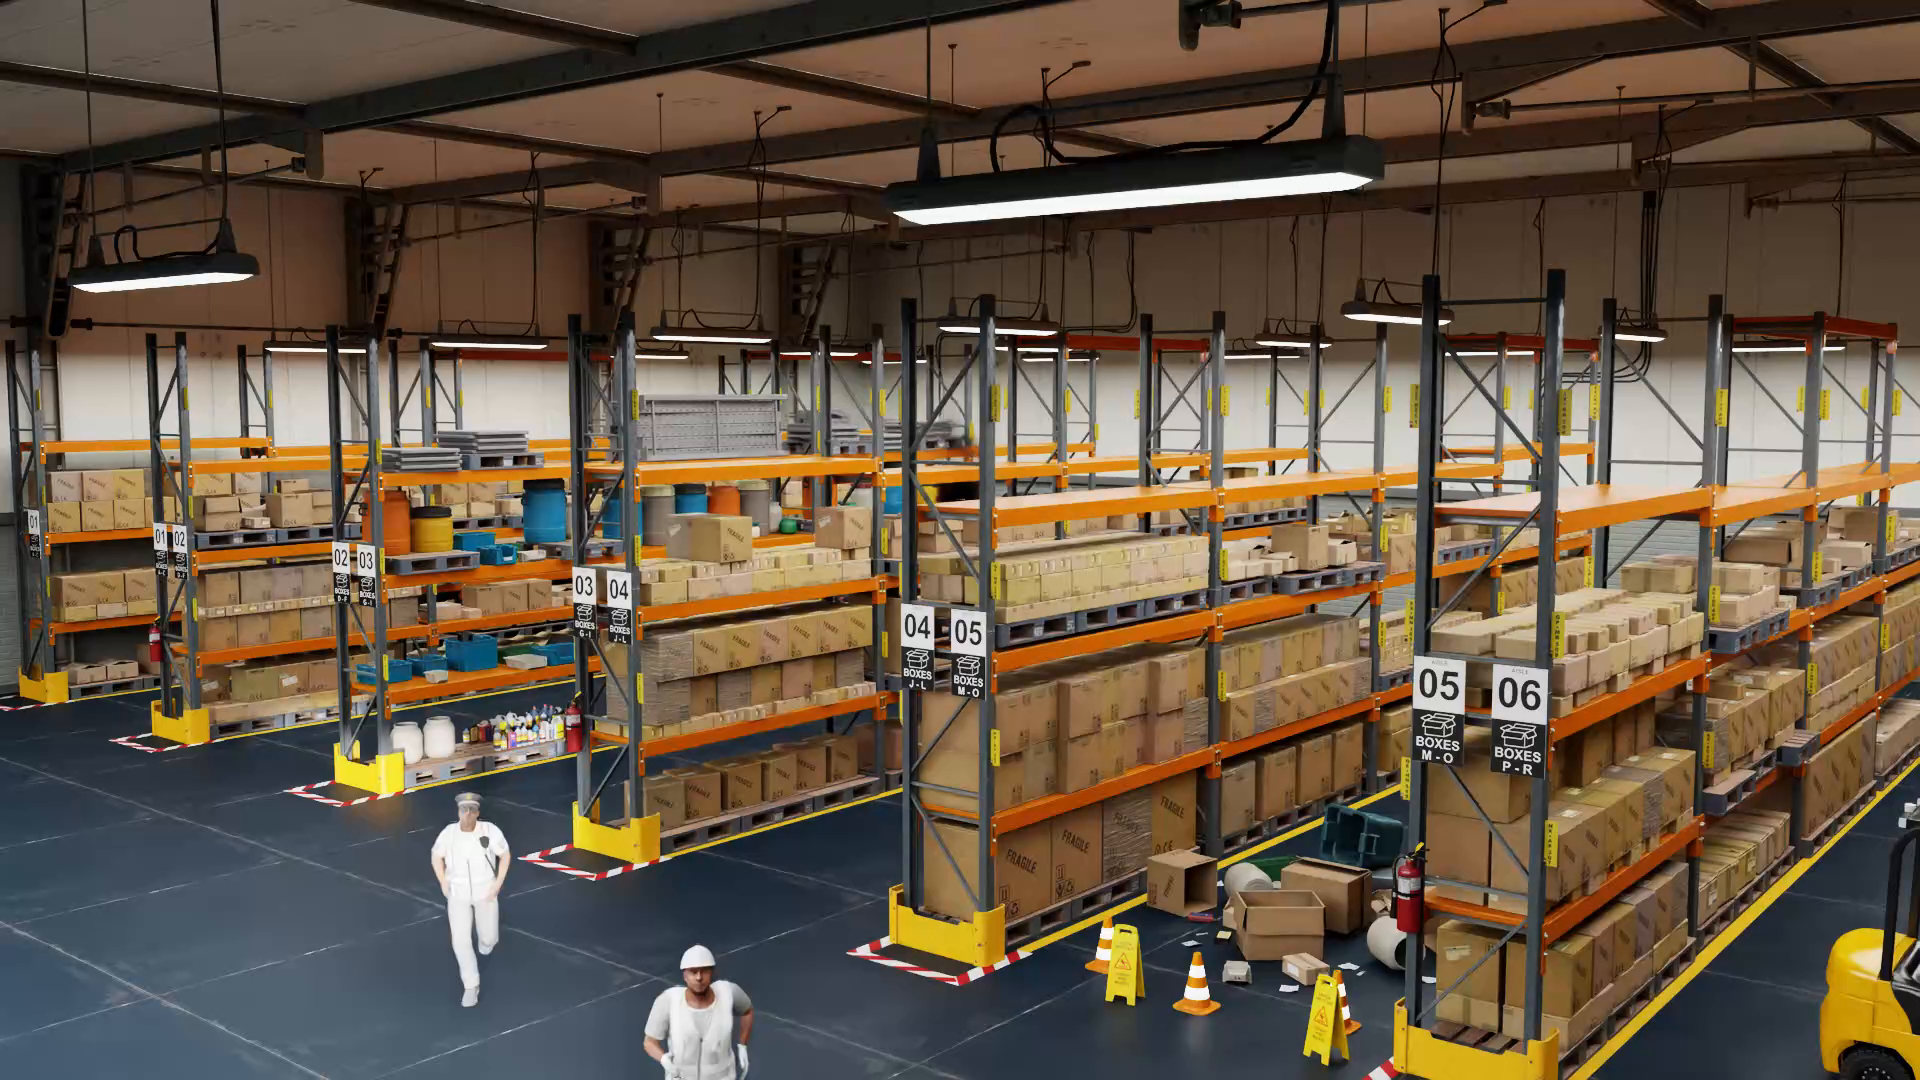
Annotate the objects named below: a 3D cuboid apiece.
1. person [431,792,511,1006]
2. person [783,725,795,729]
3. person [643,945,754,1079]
[{"bbox_3d":[-4.208,3.032,14.334,0.659,1.768,0.869,-2,5,-17],"label":"person"},{"bbox_3d":[-2.470,1.892,24.011,0.618,1.654,0.489,2,6,25],"label":"person"},{"bbox_3d":[-1.601,3.376,10.185,0.659,1.829,0.759,0,5,-5],"label":"person"}]
